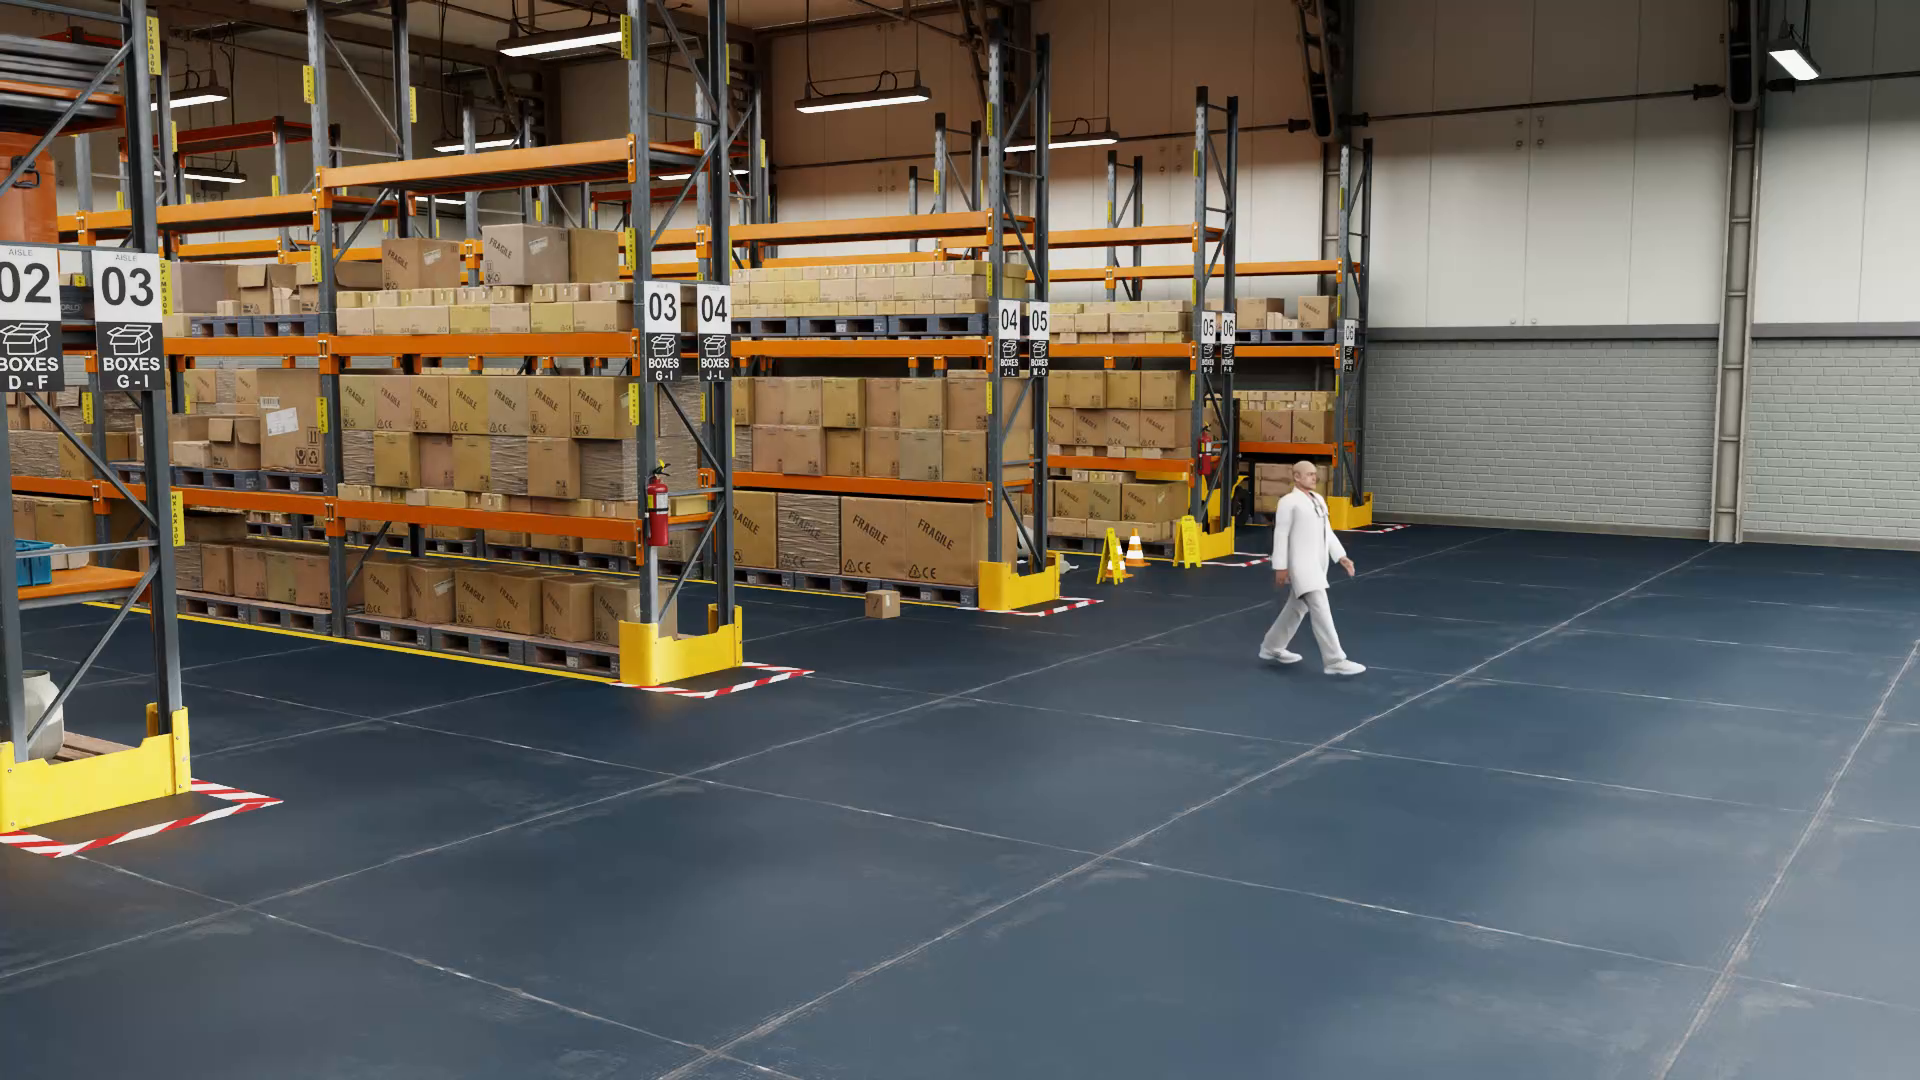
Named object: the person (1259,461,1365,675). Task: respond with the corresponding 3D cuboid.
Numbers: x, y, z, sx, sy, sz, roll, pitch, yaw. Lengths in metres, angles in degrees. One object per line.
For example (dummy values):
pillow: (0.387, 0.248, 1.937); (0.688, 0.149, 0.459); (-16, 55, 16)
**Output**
person: (2.945, 0.210, 13.737); (1.083, 1.720, 0.587); (5, 8, 41)
